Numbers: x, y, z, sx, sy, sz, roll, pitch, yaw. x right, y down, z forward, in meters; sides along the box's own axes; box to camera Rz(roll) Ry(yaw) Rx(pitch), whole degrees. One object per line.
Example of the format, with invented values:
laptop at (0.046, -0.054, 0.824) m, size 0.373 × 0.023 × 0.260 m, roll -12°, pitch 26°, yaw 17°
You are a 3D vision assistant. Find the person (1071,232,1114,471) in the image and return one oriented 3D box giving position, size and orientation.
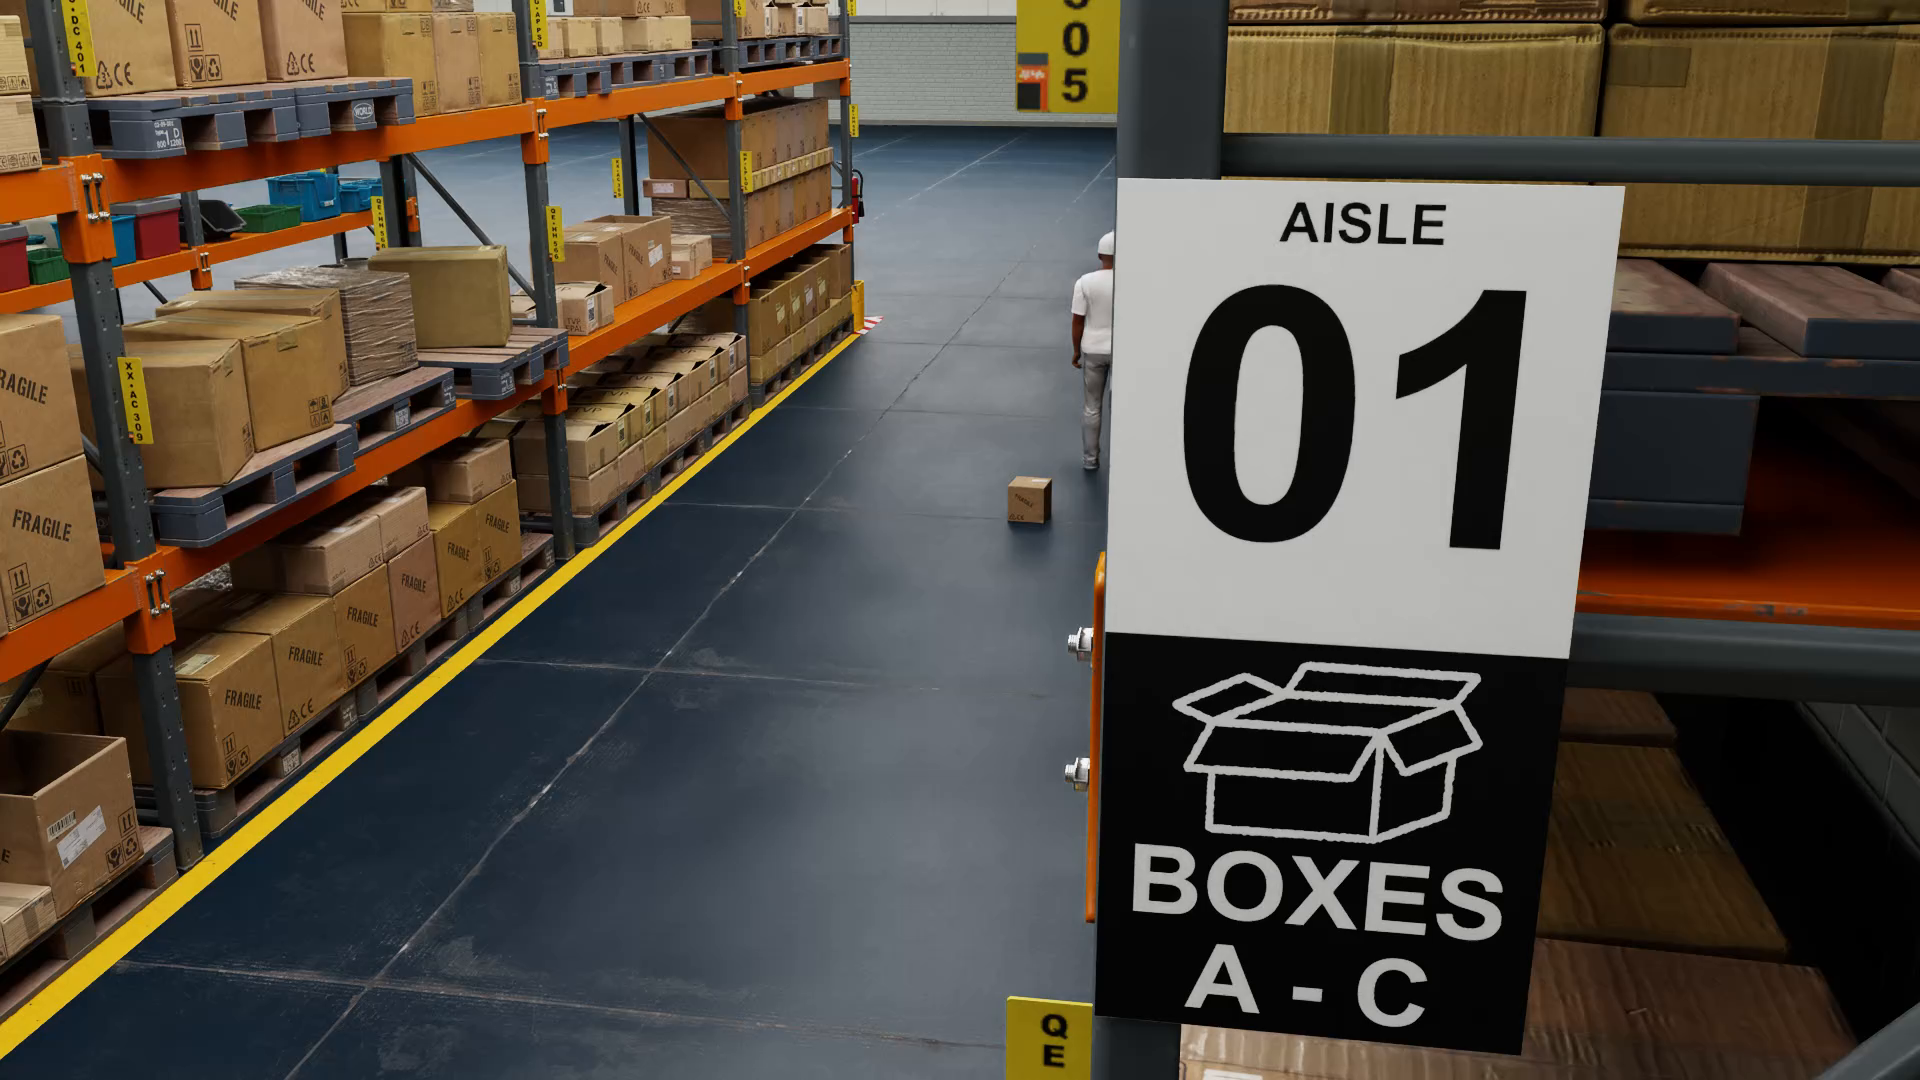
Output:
person at (1.111, -1.395, 12.358) m, size 0.564 × 1.772 × 0.370 m, roll 4°, pitch 18°, yaw 12°
